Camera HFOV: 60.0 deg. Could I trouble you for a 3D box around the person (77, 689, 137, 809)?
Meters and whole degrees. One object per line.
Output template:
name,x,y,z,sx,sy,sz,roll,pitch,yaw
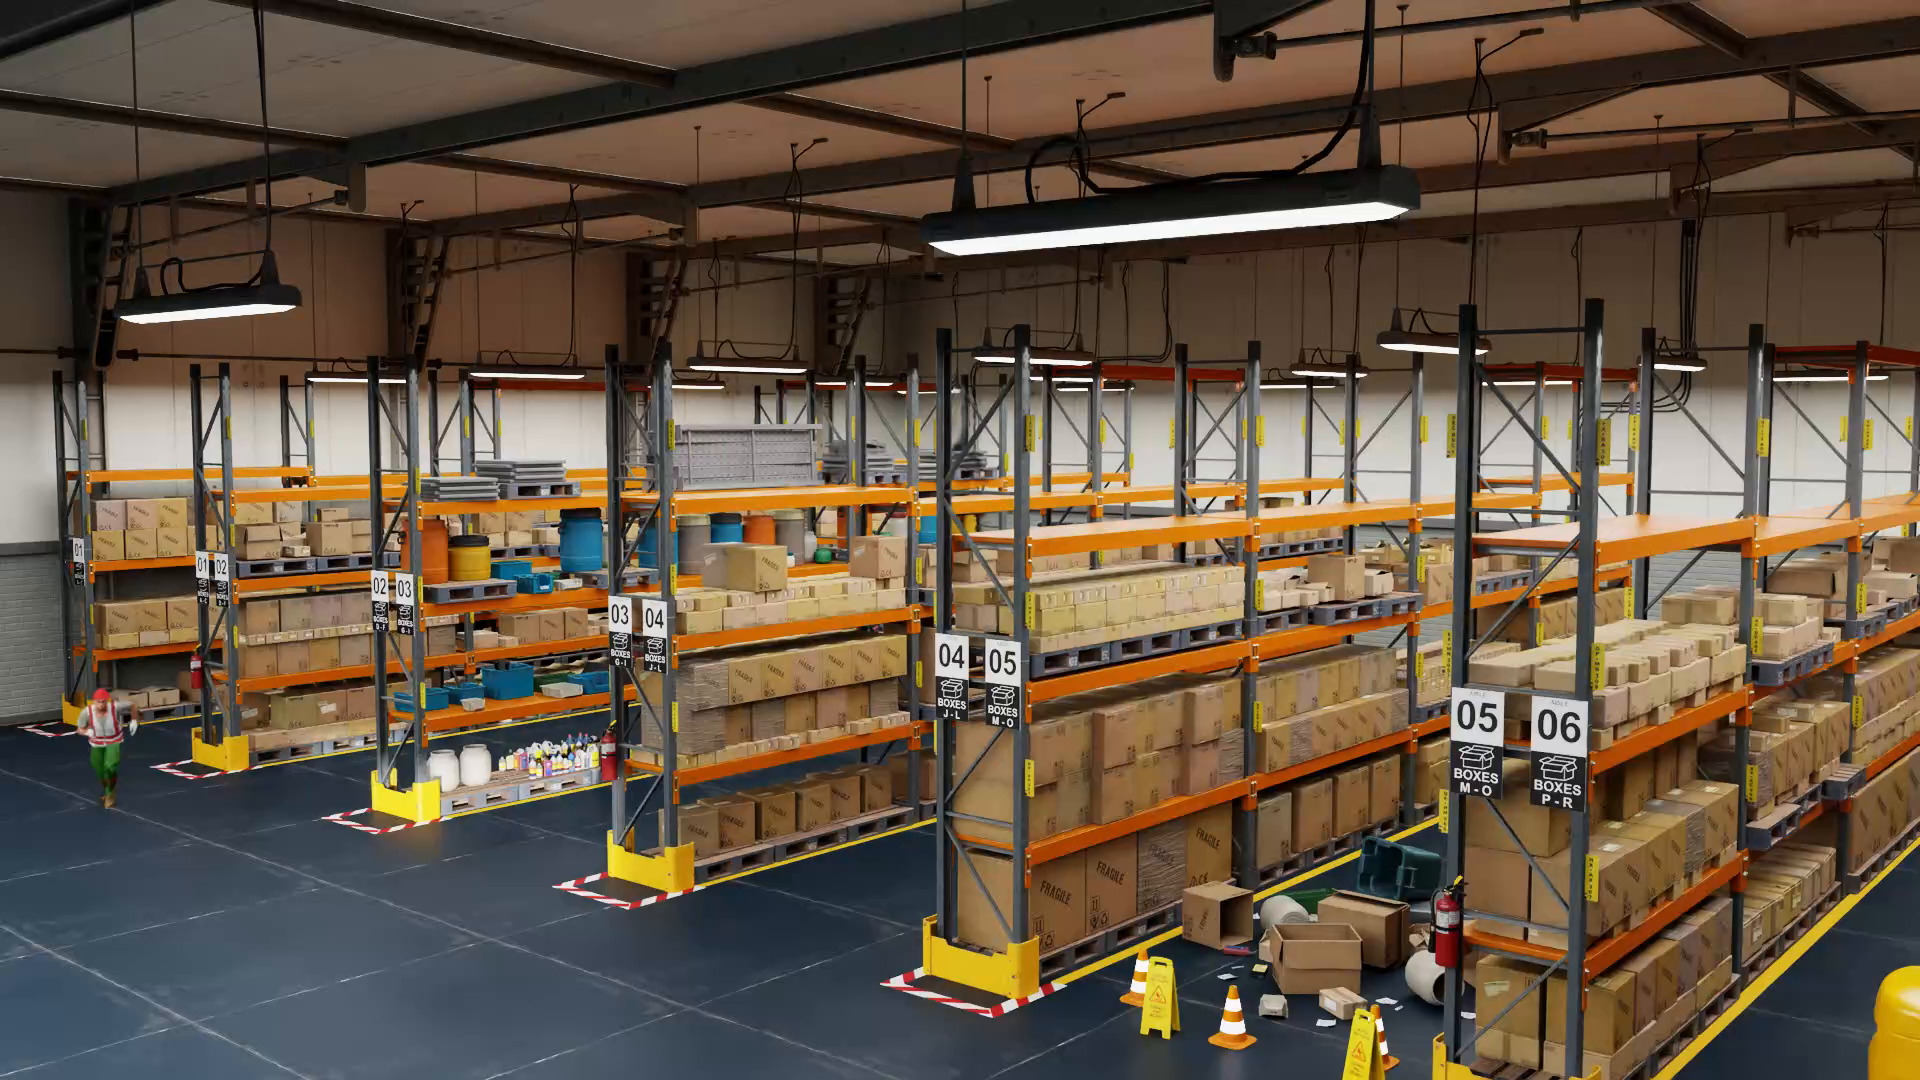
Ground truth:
person,-11.319,2.750,22.106,0.700,1.655,0.974,-2,4,-21
